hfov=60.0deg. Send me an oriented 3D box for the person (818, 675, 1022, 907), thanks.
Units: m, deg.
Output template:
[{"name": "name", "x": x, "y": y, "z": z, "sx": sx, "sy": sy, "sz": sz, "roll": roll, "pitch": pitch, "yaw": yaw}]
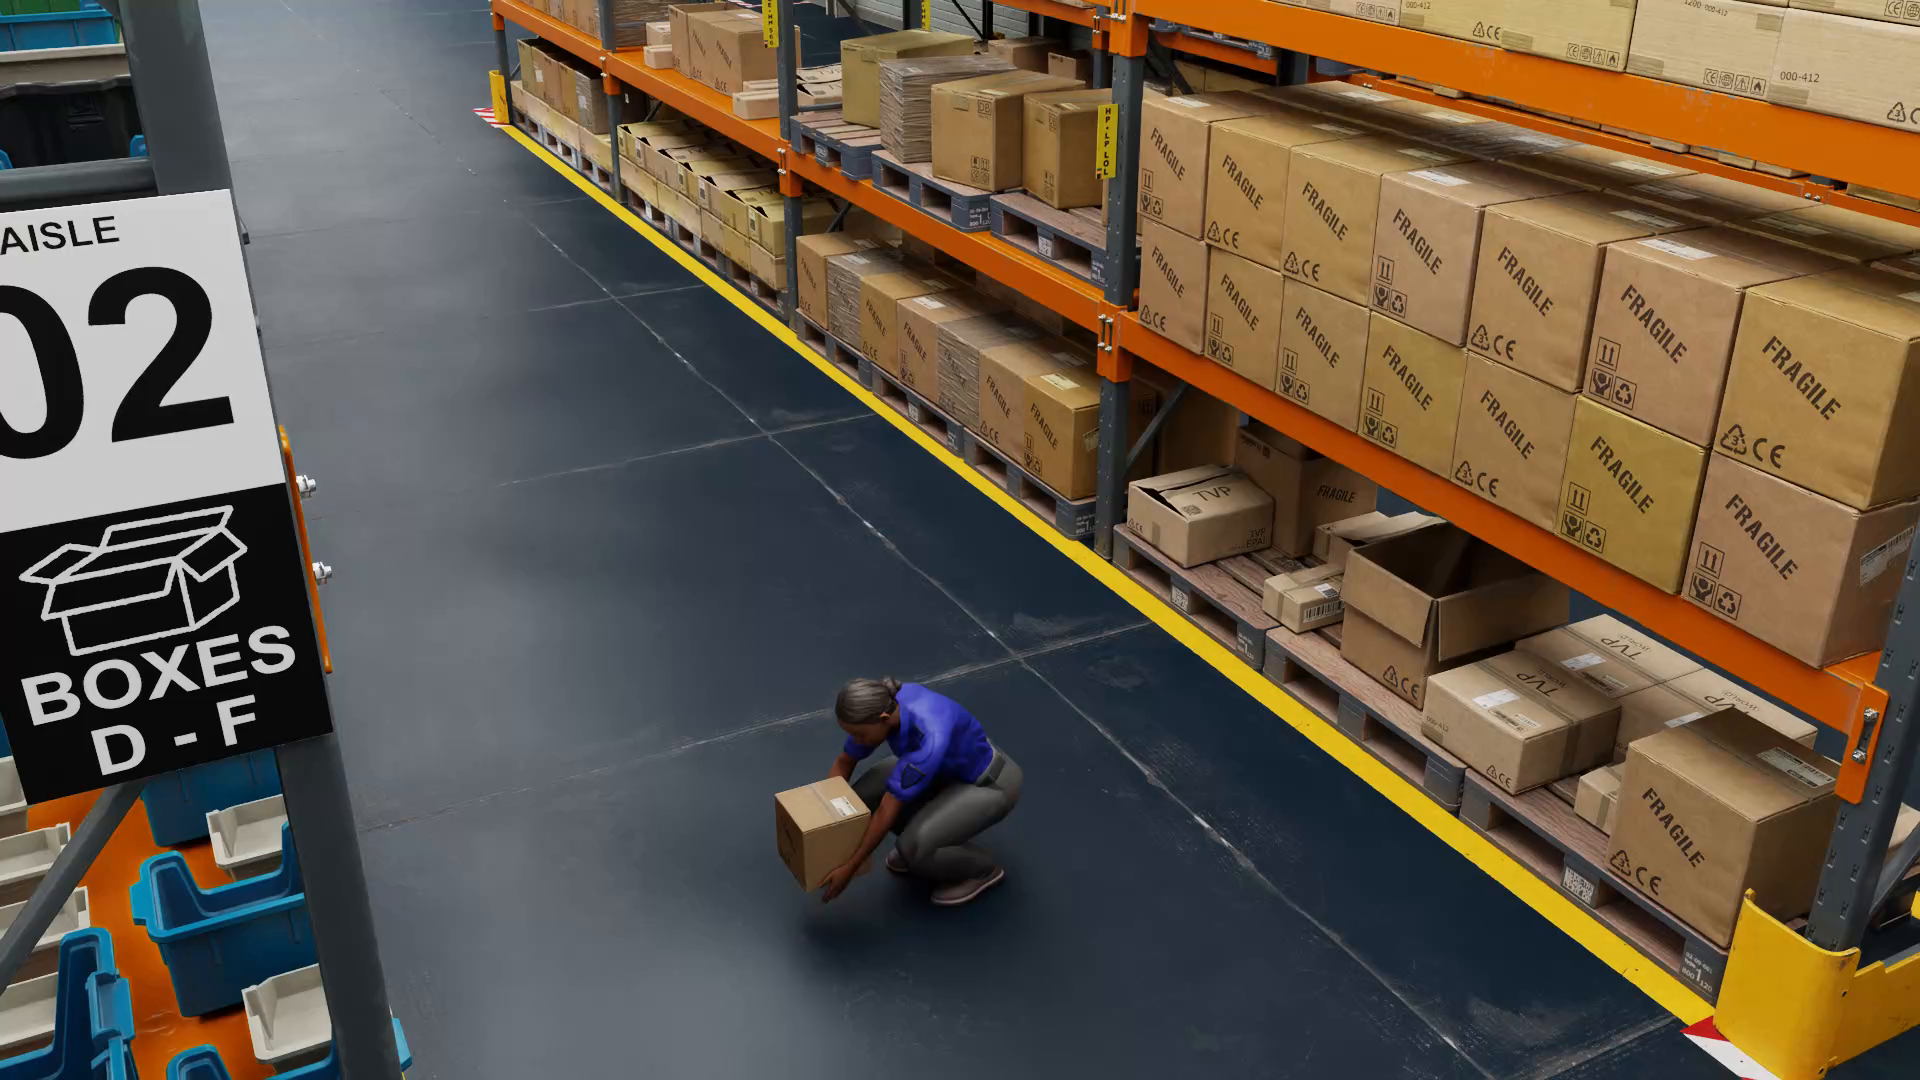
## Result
[{"name": "person", "x": -0.175, "y": 0.821, "z": 5.766, "sx": 0.826, "sy": 0.934, "sz": 0.491, "roll": -13, "pitch": 29, "yaw": -26}]
